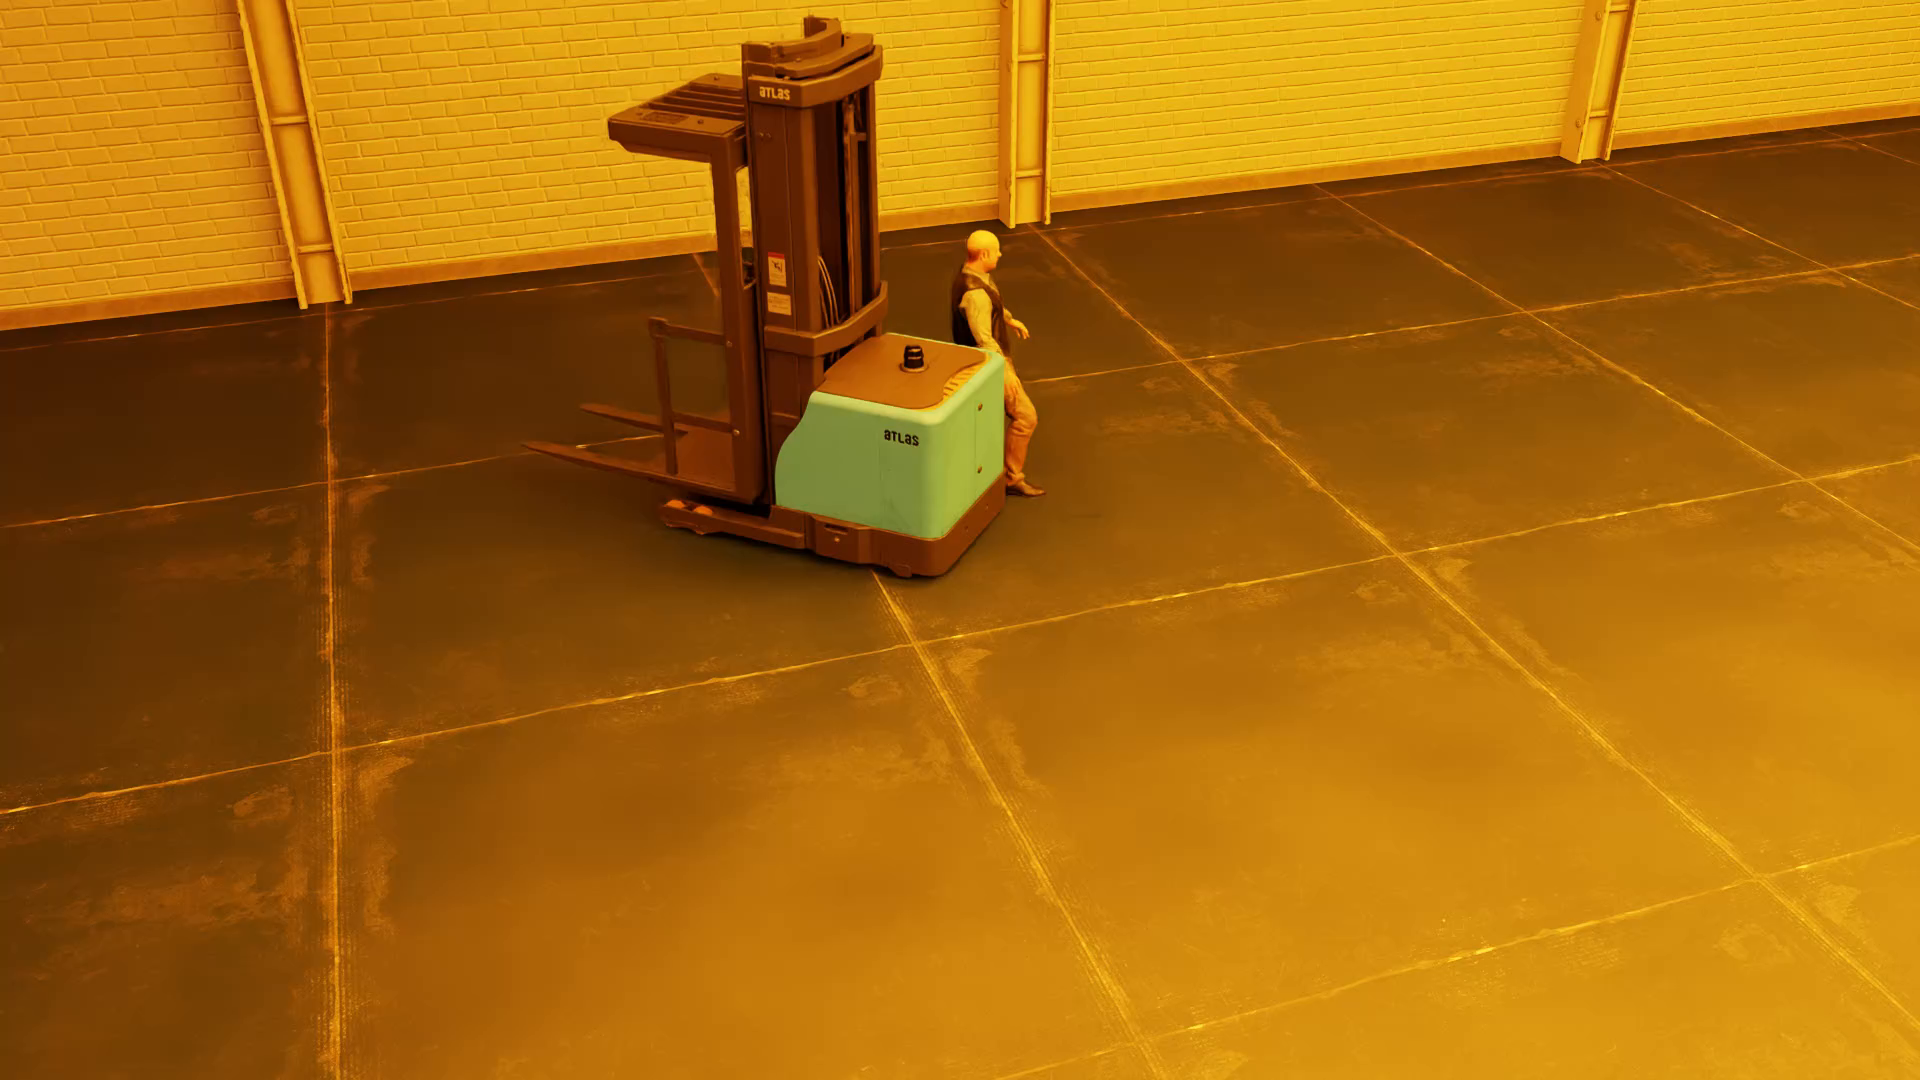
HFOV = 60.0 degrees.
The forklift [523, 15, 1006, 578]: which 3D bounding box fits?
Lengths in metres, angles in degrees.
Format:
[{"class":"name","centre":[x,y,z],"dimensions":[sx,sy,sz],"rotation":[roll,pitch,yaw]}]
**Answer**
[{"class":"forklift","centre":[-1.283,-1.531,9.748],"dimensions":[3.031,2.935,1.130],"rotation":[13,32,21]}]

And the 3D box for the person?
[{"class":"person","centre":[0.242,-1.162,10.458],"dimensions":[0.630,1.610,0.851],"rotation":[1,30,1]}]
